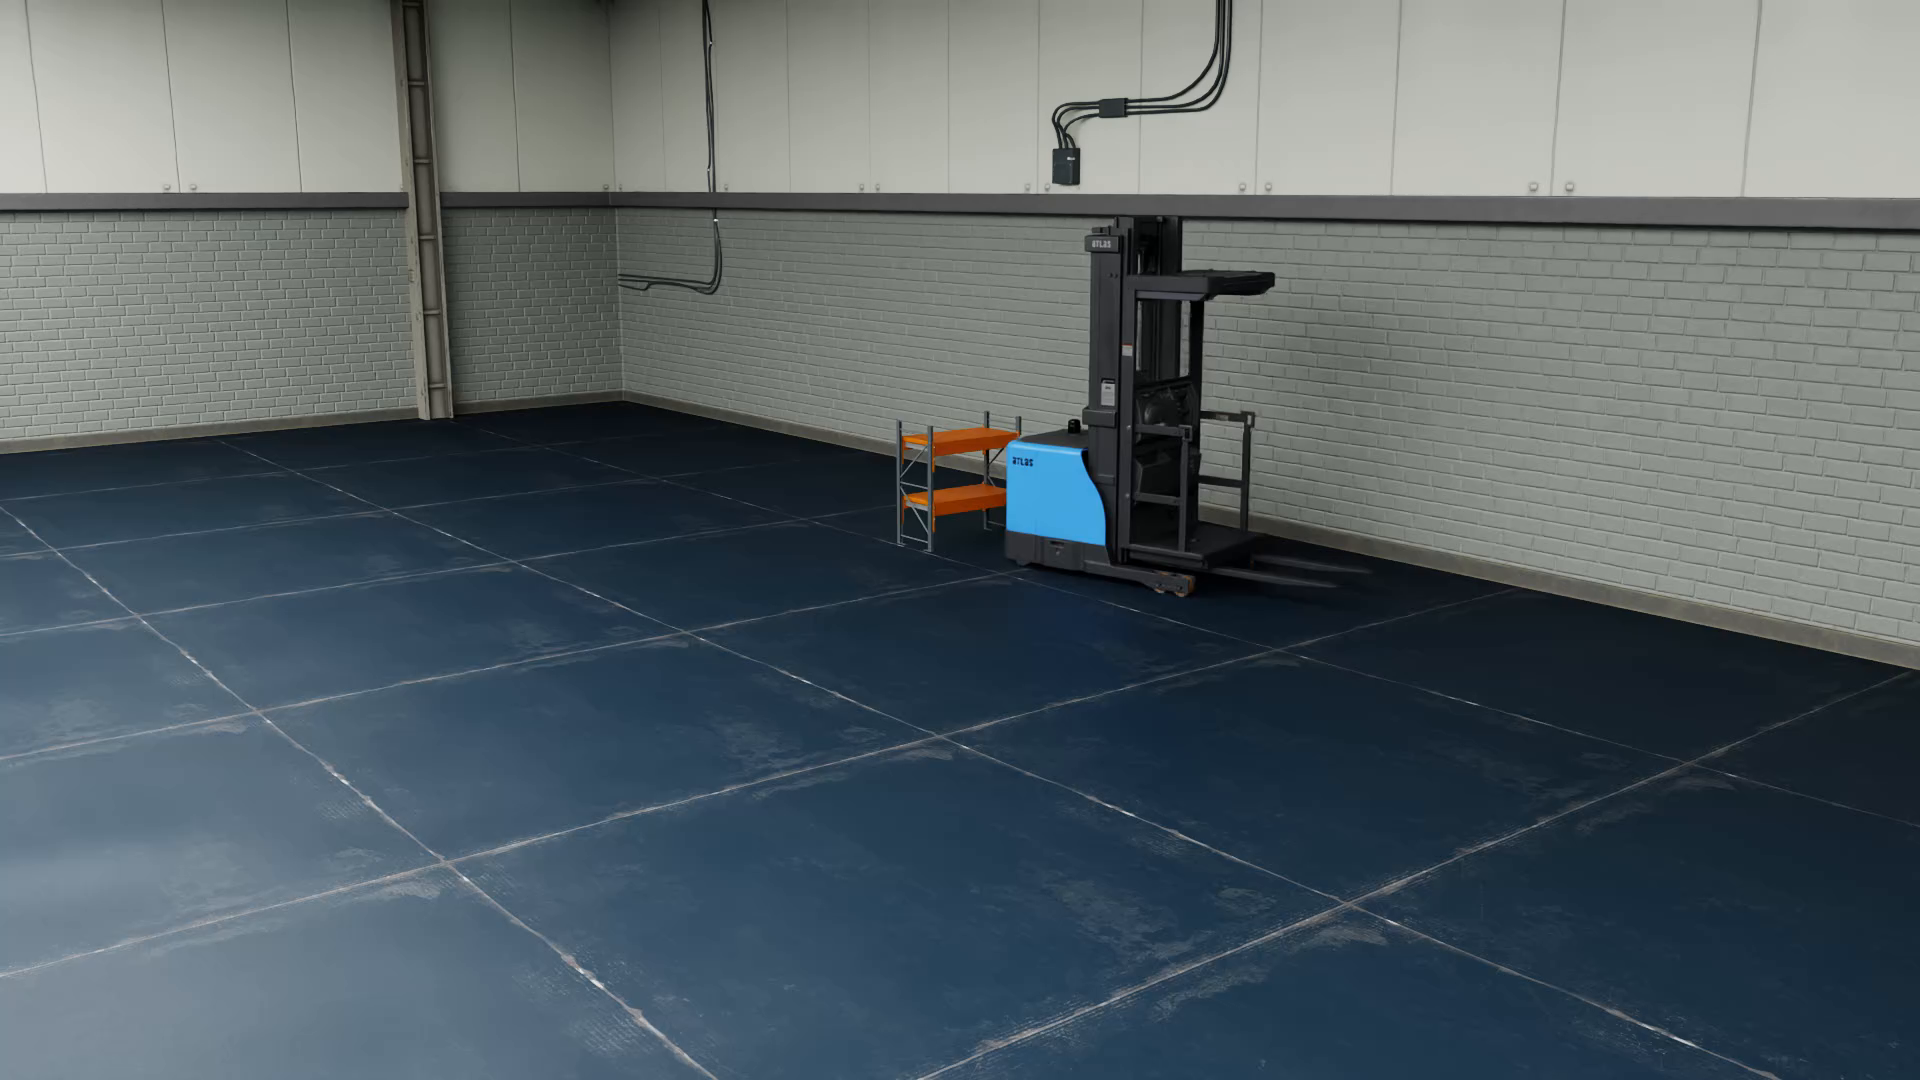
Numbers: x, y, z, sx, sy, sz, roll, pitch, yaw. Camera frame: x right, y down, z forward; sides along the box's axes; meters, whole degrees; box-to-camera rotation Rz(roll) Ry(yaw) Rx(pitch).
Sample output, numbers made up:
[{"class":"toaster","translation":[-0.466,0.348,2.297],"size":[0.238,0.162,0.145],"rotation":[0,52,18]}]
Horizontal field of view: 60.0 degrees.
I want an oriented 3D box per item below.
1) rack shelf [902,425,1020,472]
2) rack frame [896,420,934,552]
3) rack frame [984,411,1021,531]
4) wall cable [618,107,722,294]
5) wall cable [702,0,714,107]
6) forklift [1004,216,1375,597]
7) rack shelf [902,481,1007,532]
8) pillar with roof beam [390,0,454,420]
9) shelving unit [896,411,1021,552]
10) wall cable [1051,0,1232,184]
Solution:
[{"class":"rack shelf","translation":[-0.005,-0.836,15.068],"size":[1.000,0.278,0.538],"rotation":[-9,15,-38]},{"class":"rack frame","translation":[-0.402,-0.483,14.818],"size":[0.032,1.125,0.500],"rotation":[-9,15,-38]},{"class":"rack frame","translation":[0.392,-0.615,15.440],"size":[0.032,1.125,0.500],"rotation":[-9,15,-38]},{"class":"wall cable","translation":[-4.226,-4.768,23.514],"size":[0.112,2.526,3.097],"rotation":[-9,15,-38]},{"class":"wall cable","translation":[-2.536,-6.799,20.923],"size":[0.112,2.526,3.097],"rotation":[-9,15,-38]},{"class":"forklift","translation":[1.852,-1.109,13.418],"size":[3.031,2.935,1.130],"rotation":[9,15,37]},{"class":"rack shelf","translation":[-0.005,-0.310,15.180],"size":[1.000,0.278,0.538],"rotation":[-9,15,-38]},{"class":"pillar with roof beam","translation":[-4.663,-5.421,19.113],"size":[0.400,9.000,9.100],"rotation":[-9,15,-38]},{"class":"shelving unit","translation":[-0.005,-0.549,15.129],"size":[1.048,1.125,0.538],"rotation":[-9,15,-38]},{"class":"wall cable","translation":[1.693,-6.408,15.577],"size":[0.169,6.003,2.305],"rotation":[-9,15,-38]}]
